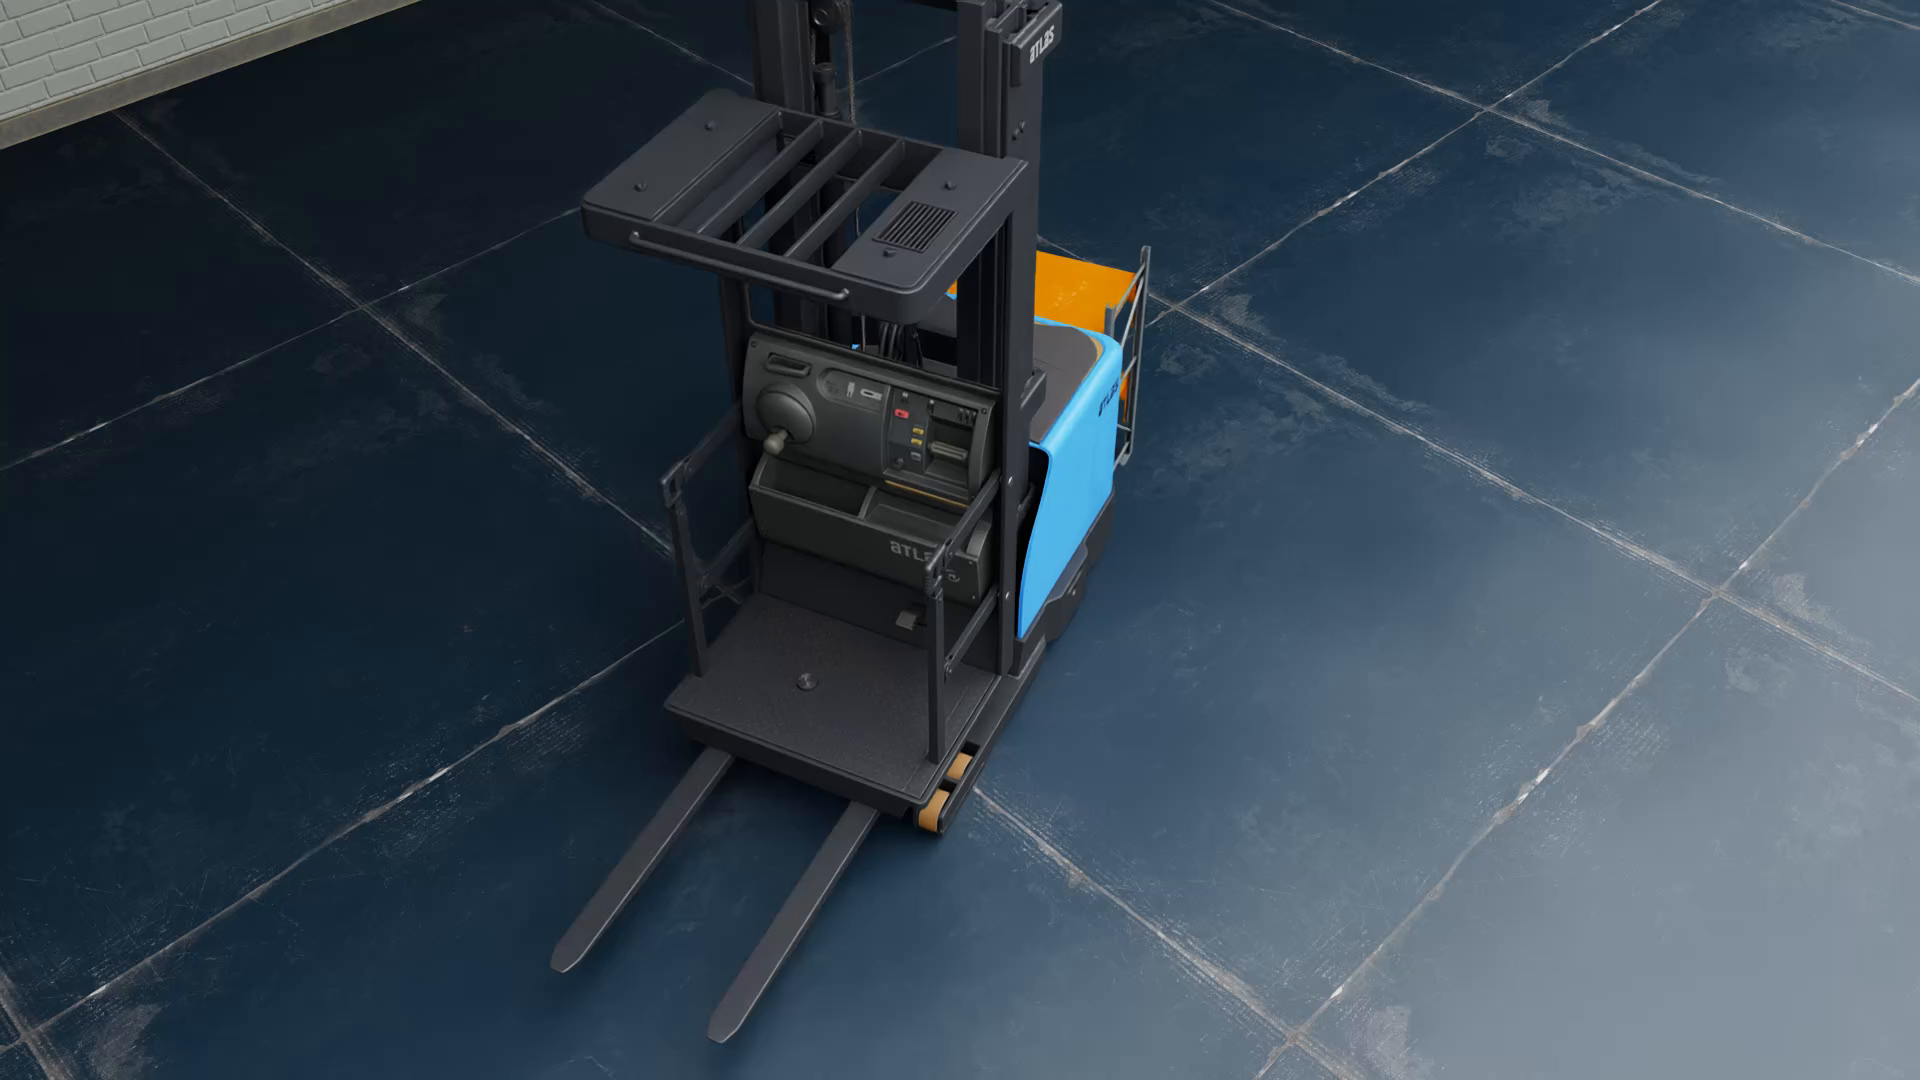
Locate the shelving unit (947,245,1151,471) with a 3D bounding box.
[{"bbox_3d":[0.231,-0.814,7.420,1.048,1.125,0.538,16,45,17],"label":"shelving unit"}]

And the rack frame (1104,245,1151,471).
[{"bbox_3d":[0.699,-0.680,7.274,0.032,1.125,0.500,16,45,17],"label":"rack frame"}]

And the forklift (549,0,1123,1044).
[{"bbox_3d":[-0.417,-0.331,5.566,1.130,2.935,3.031,18,46,18],"label":"forklift"}]

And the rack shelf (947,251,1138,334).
[{"bbox_3d":[0.231,-1.029,7.221,1.000,0.278,0.538,16,45,17],"label":"rack shelf"}]

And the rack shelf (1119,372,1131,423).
[{"bbox_3d":[0.231,-0.635,7.586,1.000,0.278,0.538,16,45,17],"label":"rack shelf"}]
